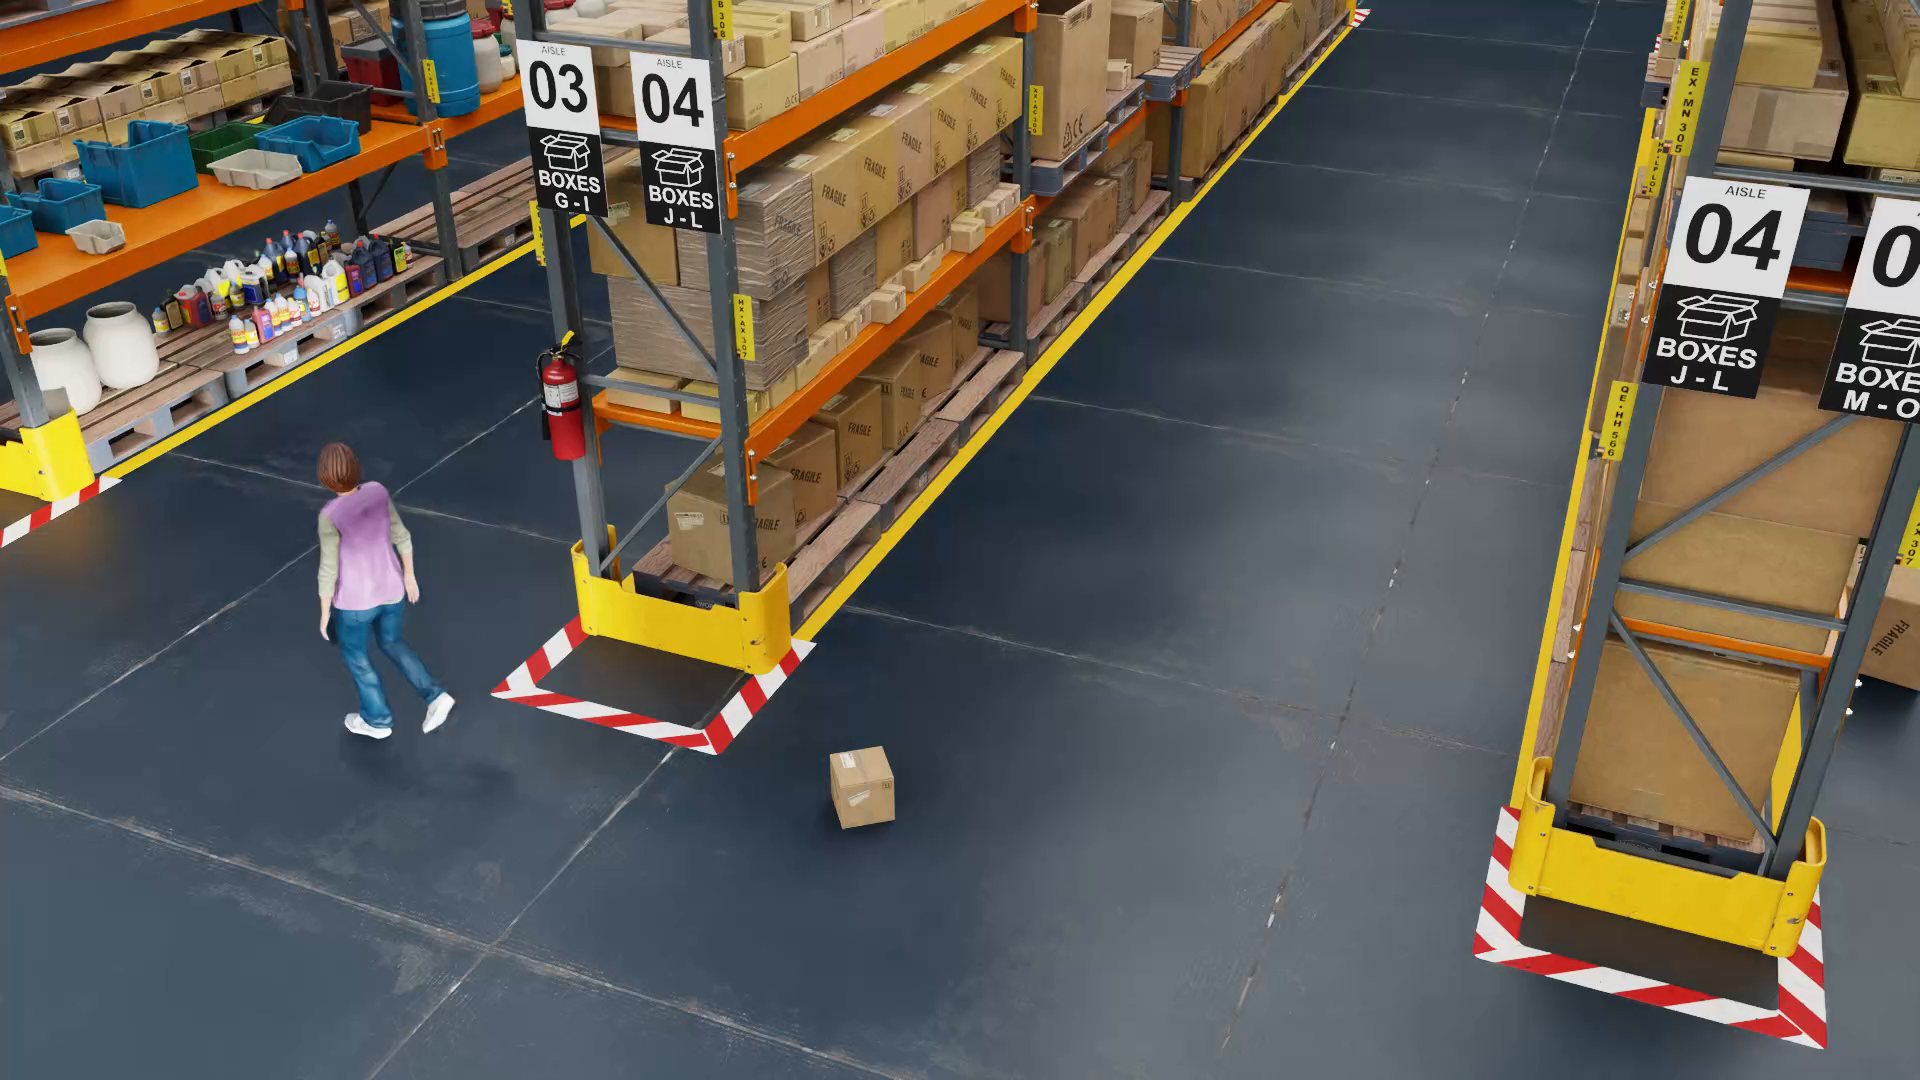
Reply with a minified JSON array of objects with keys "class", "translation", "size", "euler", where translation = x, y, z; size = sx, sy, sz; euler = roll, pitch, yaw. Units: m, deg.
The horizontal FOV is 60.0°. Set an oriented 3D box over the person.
[{"class":"person","translation":[-2.758,0.287,7.878],"size":[0.631,1.567,0.498],"euler":[18,35,28]}]
